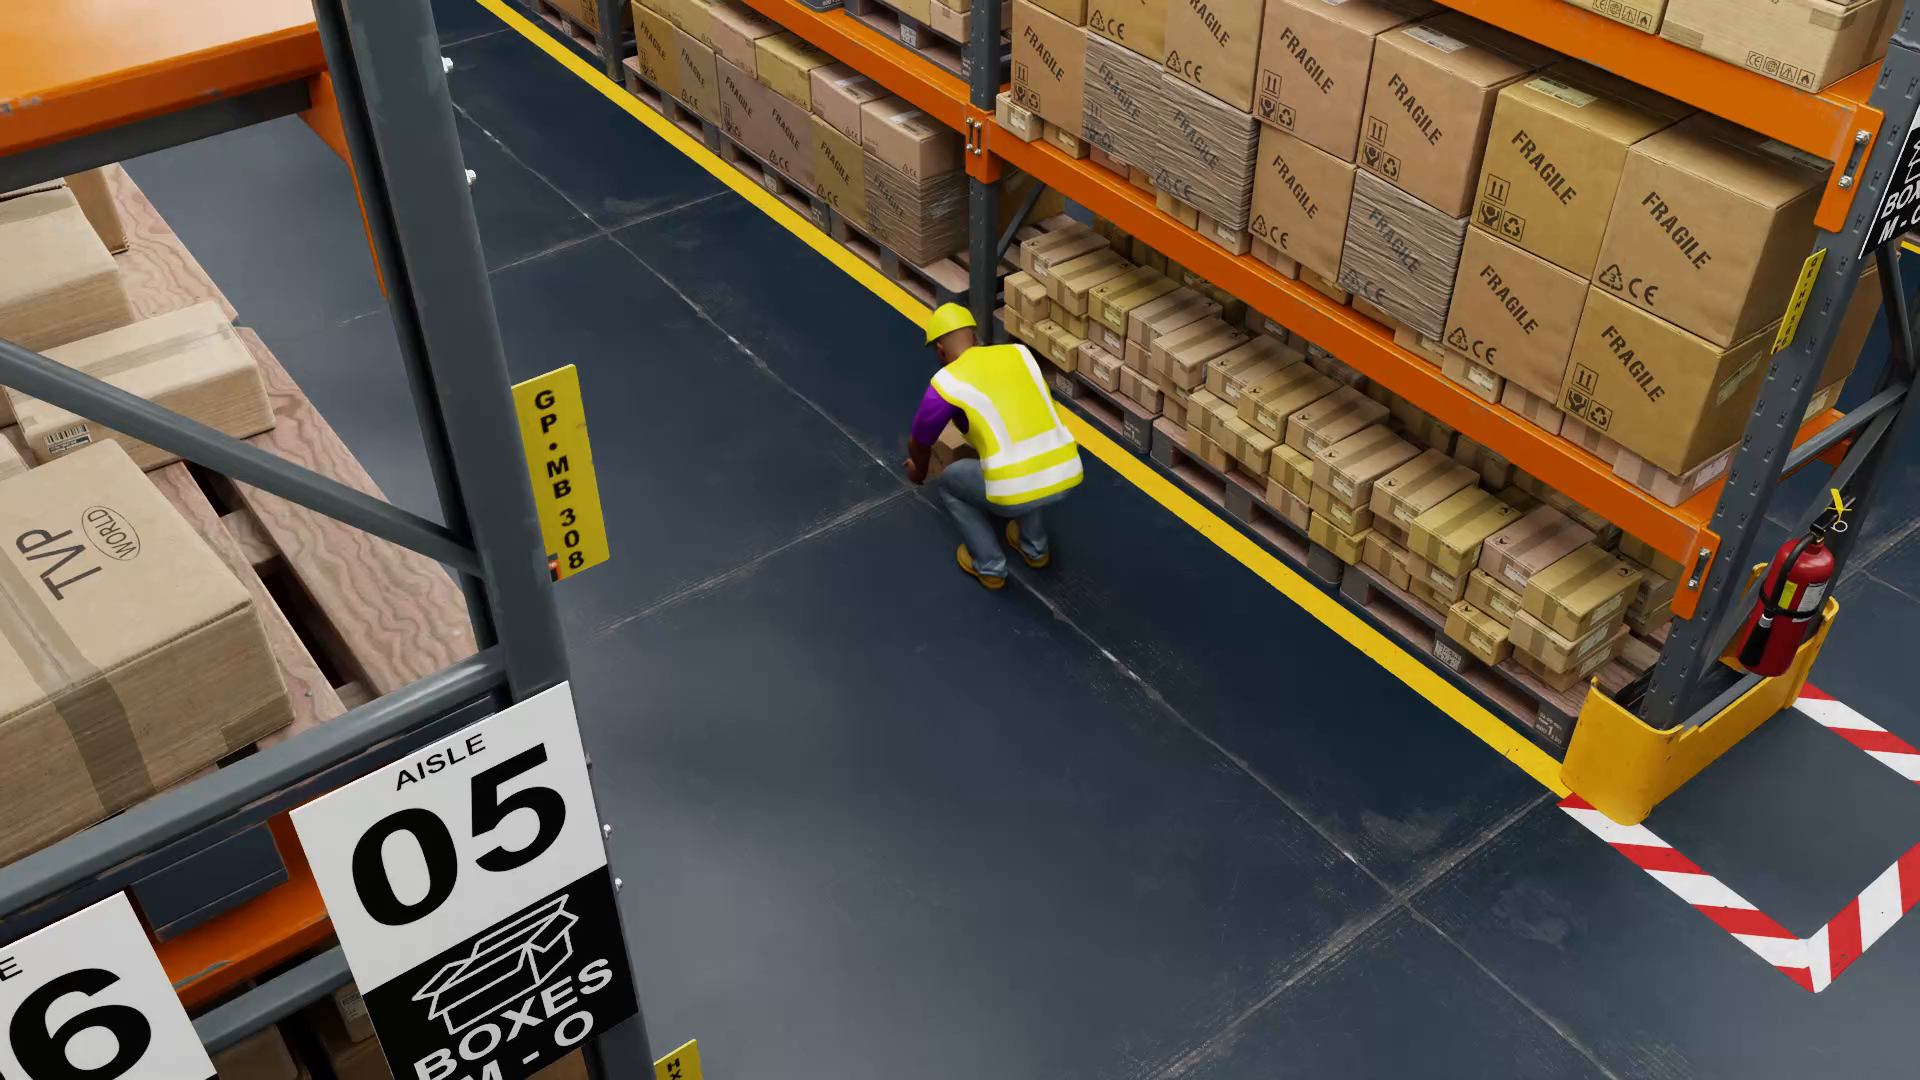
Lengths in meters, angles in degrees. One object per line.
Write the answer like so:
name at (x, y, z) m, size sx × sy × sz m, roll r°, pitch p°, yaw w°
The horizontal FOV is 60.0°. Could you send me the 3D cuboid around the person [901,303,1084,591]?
person at (0.128, -0.368, 7.072) m, size 0.607 × 1.130 × 0.856 m, roll -19°, pitch 44°, yaw -21°
